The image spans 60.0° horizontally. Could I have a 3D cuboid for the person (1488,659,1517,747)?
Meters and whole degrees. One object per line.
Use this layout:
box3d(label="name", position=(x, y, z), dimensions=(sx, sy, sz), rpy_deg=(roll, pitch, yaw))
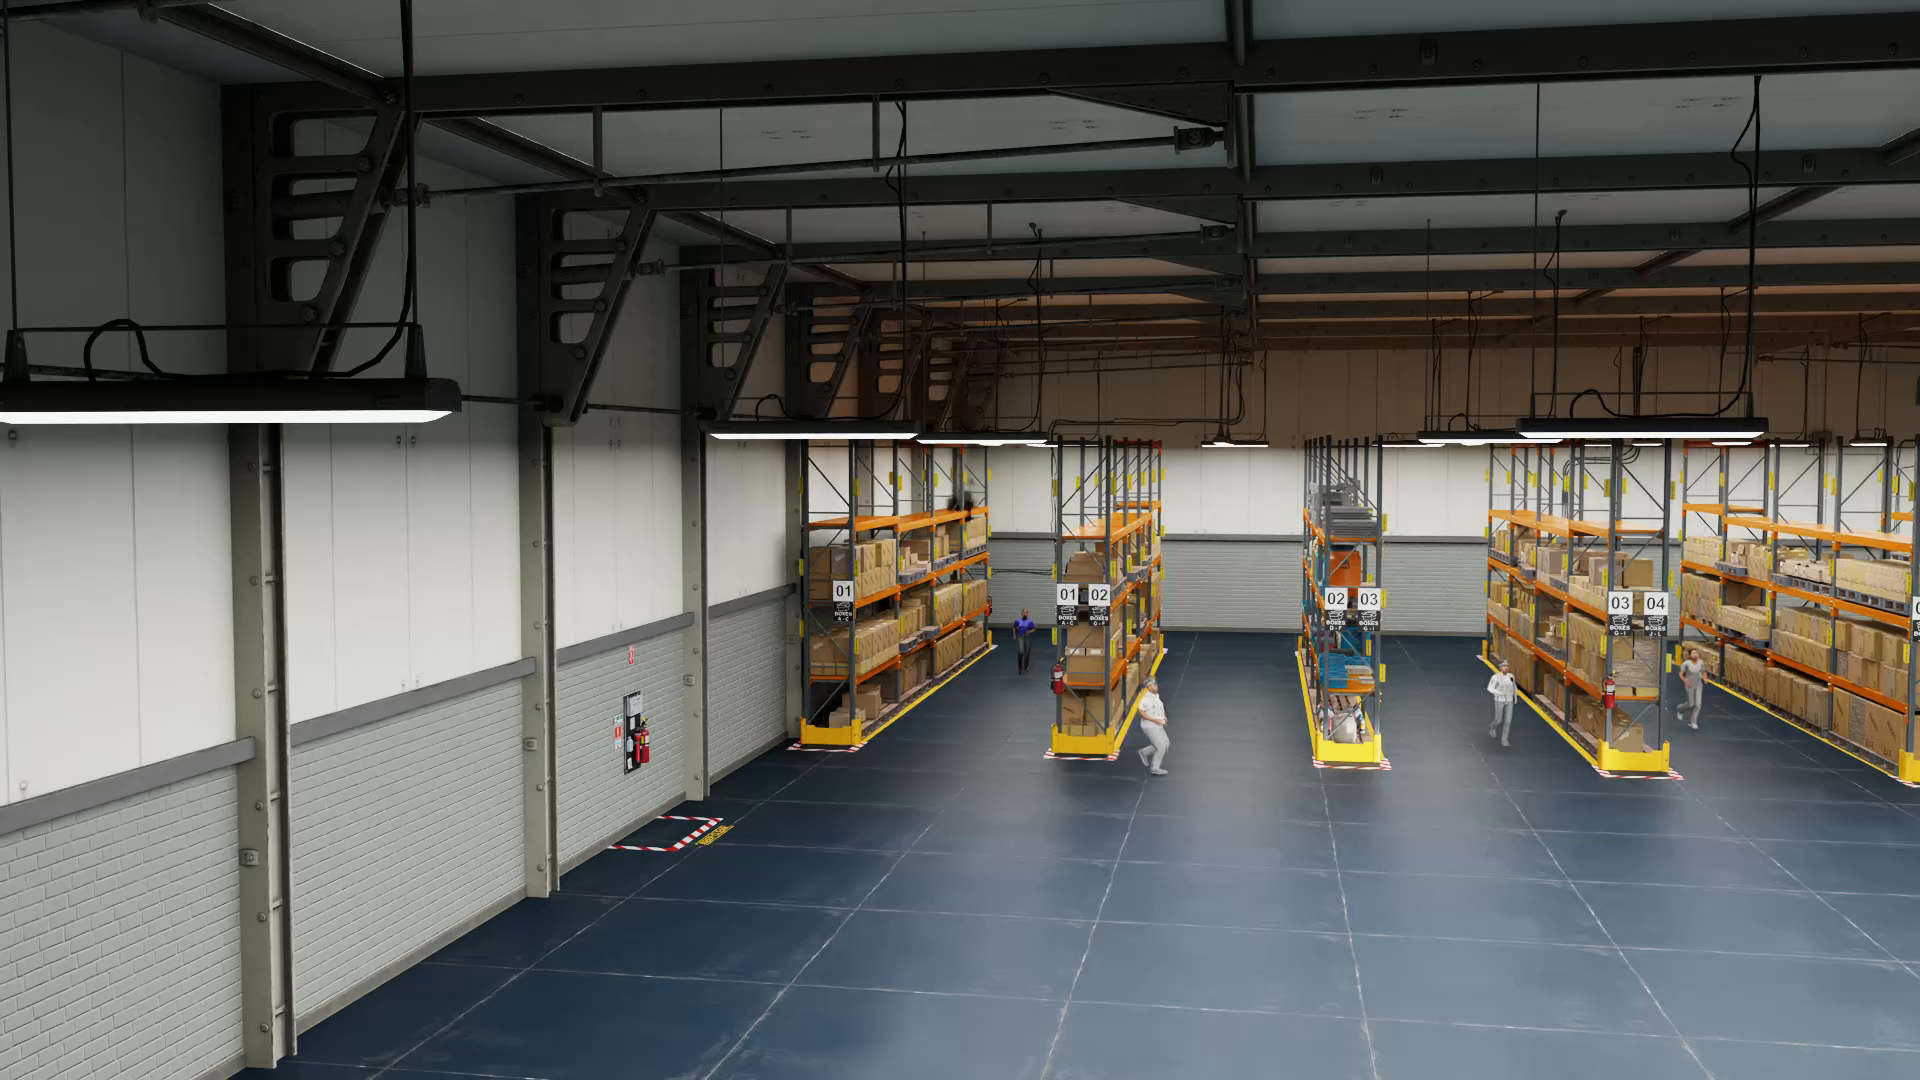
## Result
box3d(label="person", position=(10.554, 3.134, 32.337), dimensions=(0.620, 1.669, 0.738), rpy_deg=(0, 3, -2))

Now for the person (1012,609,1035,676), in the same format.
box3d(label="person", position=(1.614, 2.577, 41.949), dimensions=(0.550, 1.686, 0.701), rpy_deg=(0, 3, -4))

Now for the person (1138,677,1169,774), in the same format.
box3d(label="person", position=(3.407, 3.272, 29.461), dimensions=(0.583, 1.723, 0.701), rpy_deg=(2, 4, 29))

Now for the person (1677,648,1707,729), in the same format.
box3d(label="person", position=(15.174, 3.053, 34.447), dimensions=(0.566, 1.645, 0.634), rpy_deg=(0, 3, 0))
